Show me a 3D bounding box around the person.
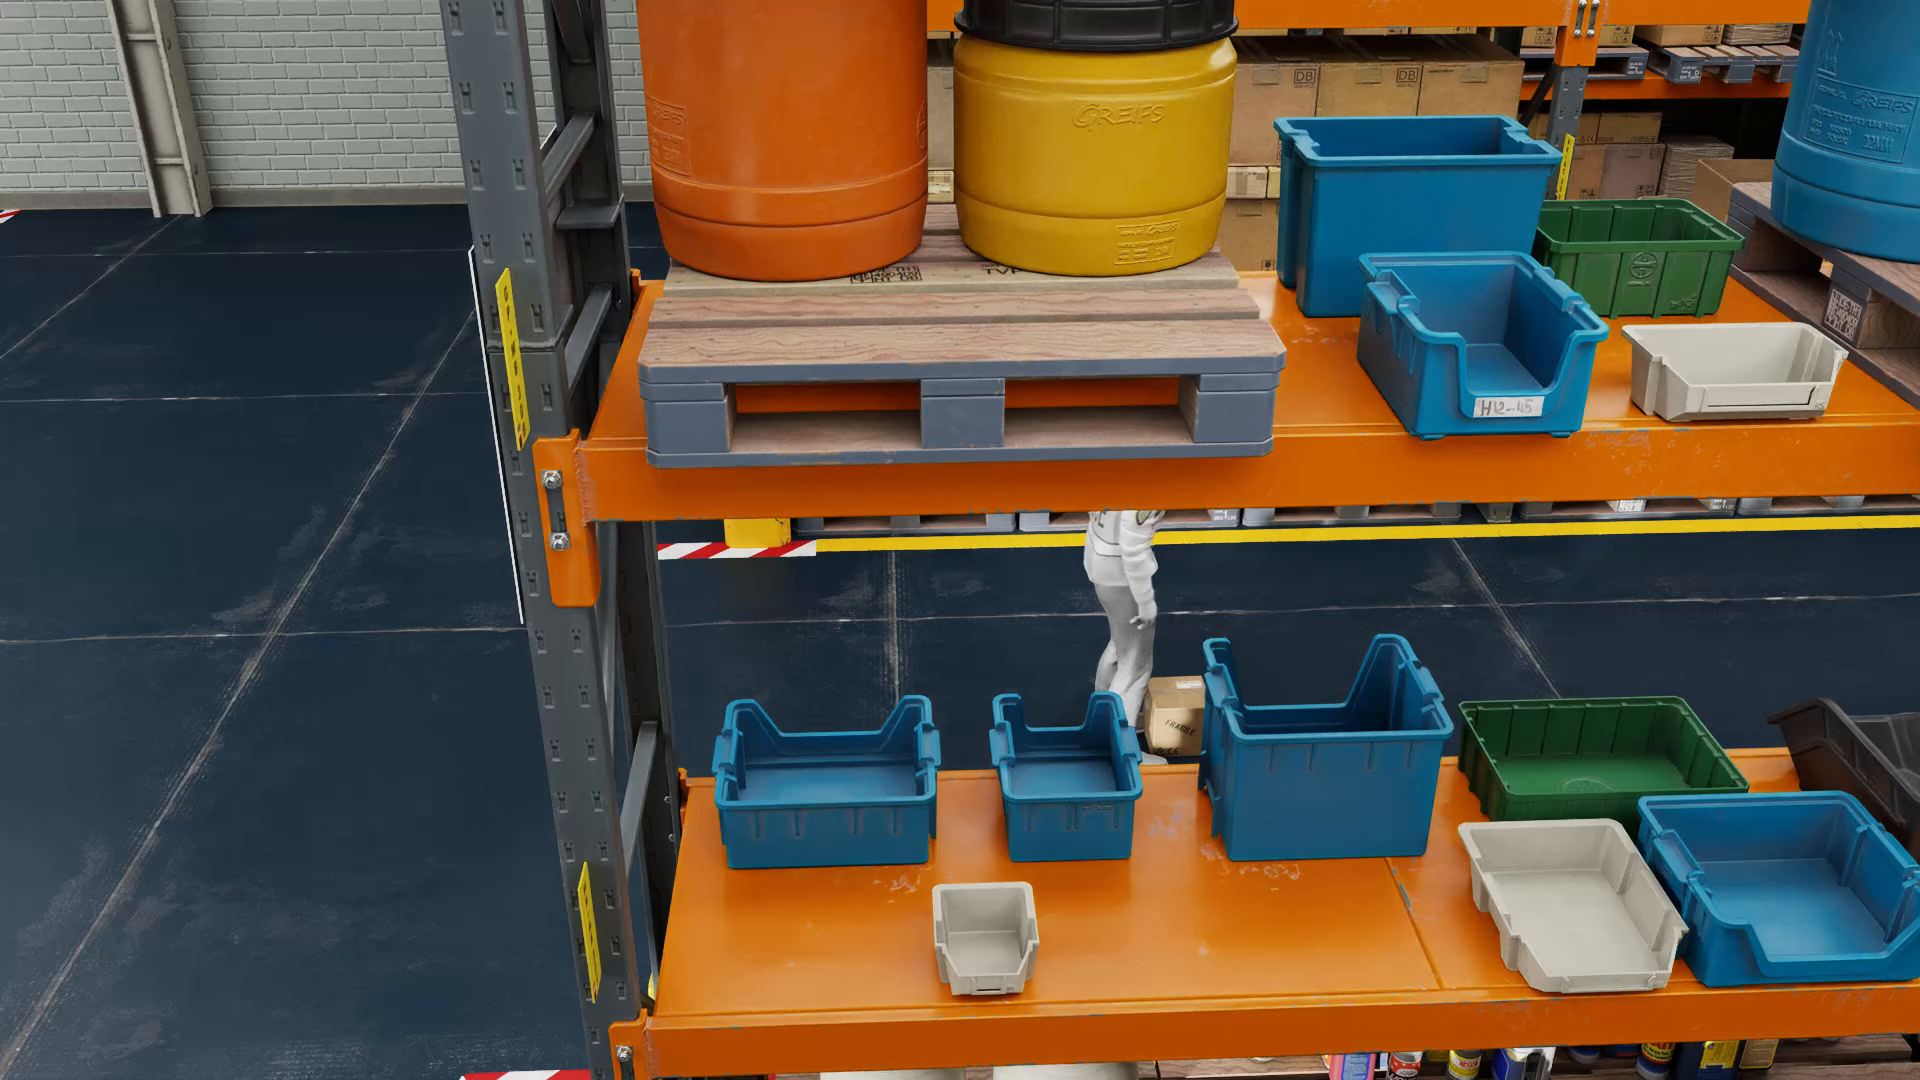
[{"bbox_3d":[0.703,0.147,6.837,0.378,1.663,0.532,-2,28,-3],"label":"person"}]
